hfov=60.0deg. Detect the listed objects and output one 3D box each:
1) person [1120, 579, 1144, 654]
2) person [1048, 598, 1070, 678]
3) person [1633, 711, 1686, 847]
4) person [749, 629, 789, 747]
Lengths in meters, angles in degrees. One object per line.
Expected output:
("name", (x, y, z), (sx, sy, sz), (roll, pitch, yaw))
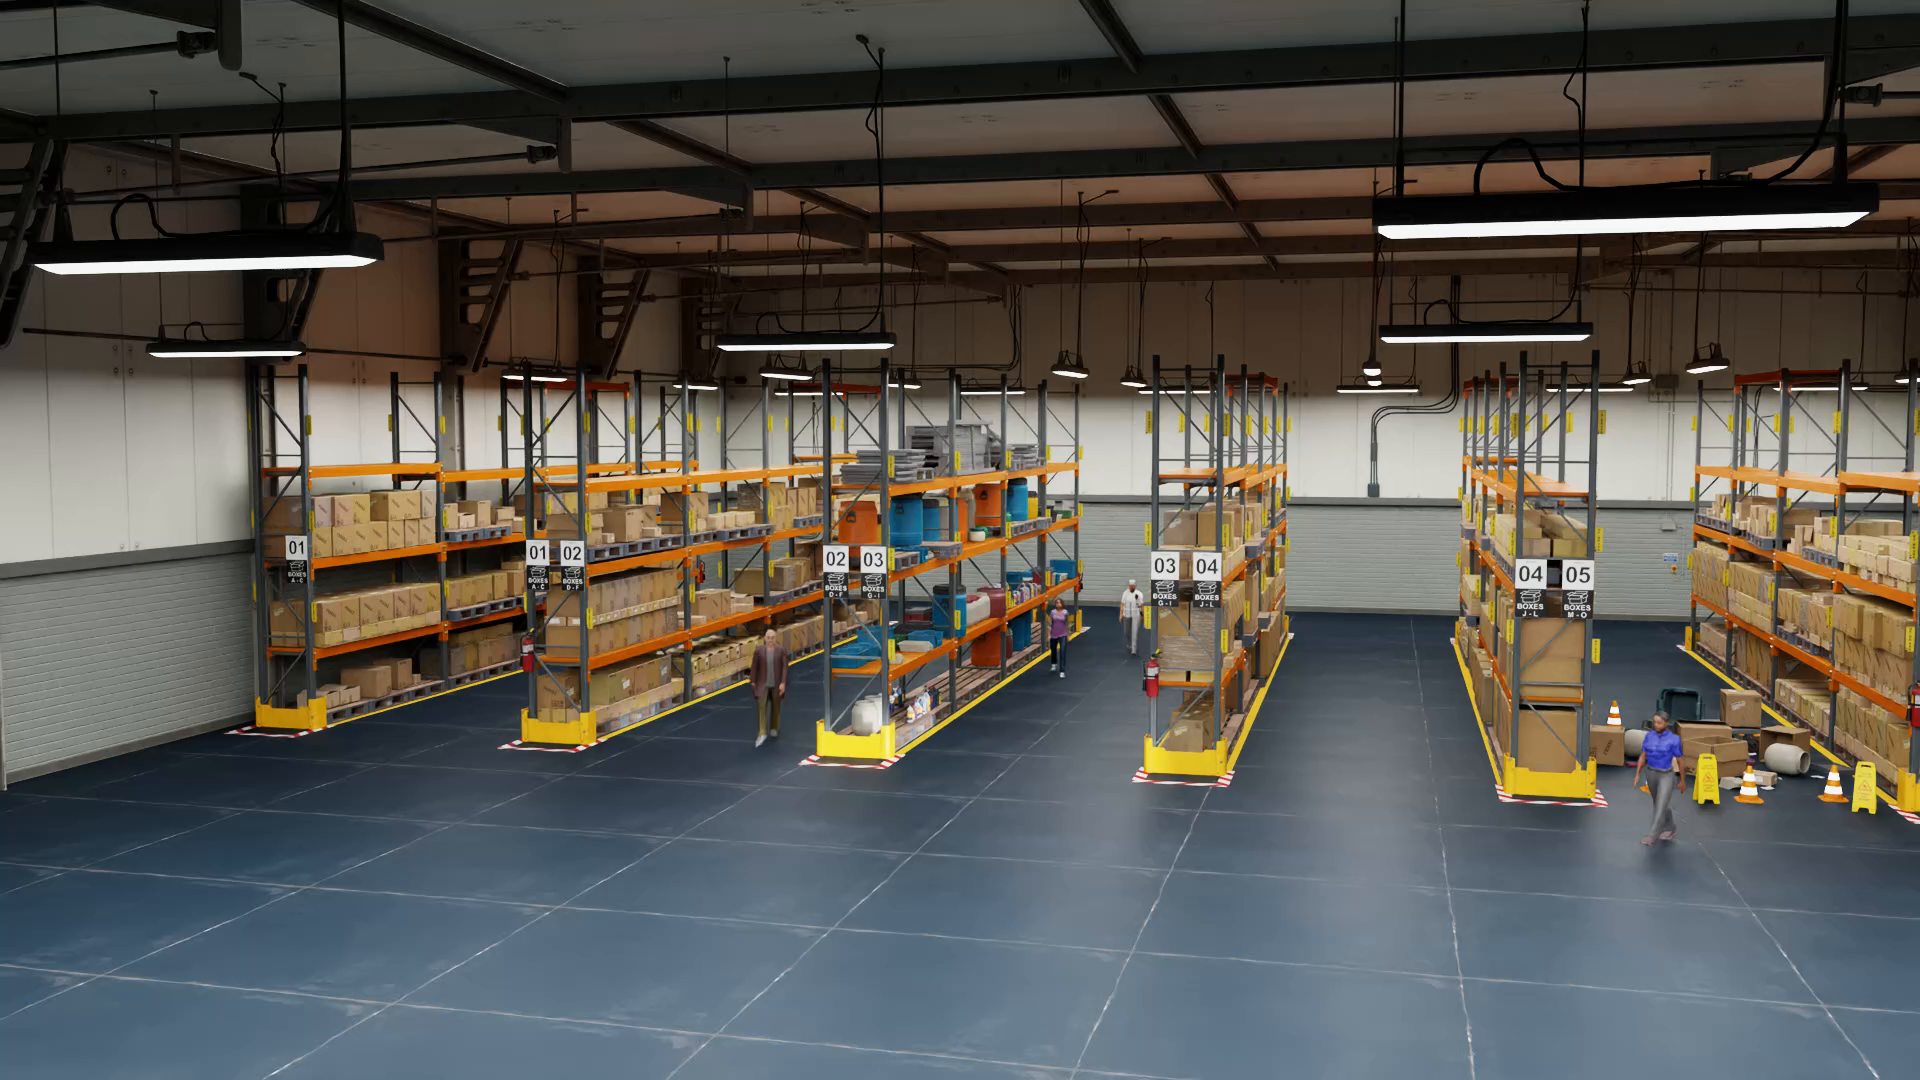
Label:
("person", (3.787, 1.660, 36.547), (0.509, 1.603, 1.043), (1, 4, 14))
("person", (1.977, 1.922, 33.165), (0.446, 1.547, 0.889), (0, 4, 3))
("person", (8.272, 2.822, 19.749), (1.045, 1.597, 0.474), (-3, 5, -34))
("person", (-3.019, 2.313, 26.350), (0.614, 1.794, 0.887), (-1, 4, -11))
